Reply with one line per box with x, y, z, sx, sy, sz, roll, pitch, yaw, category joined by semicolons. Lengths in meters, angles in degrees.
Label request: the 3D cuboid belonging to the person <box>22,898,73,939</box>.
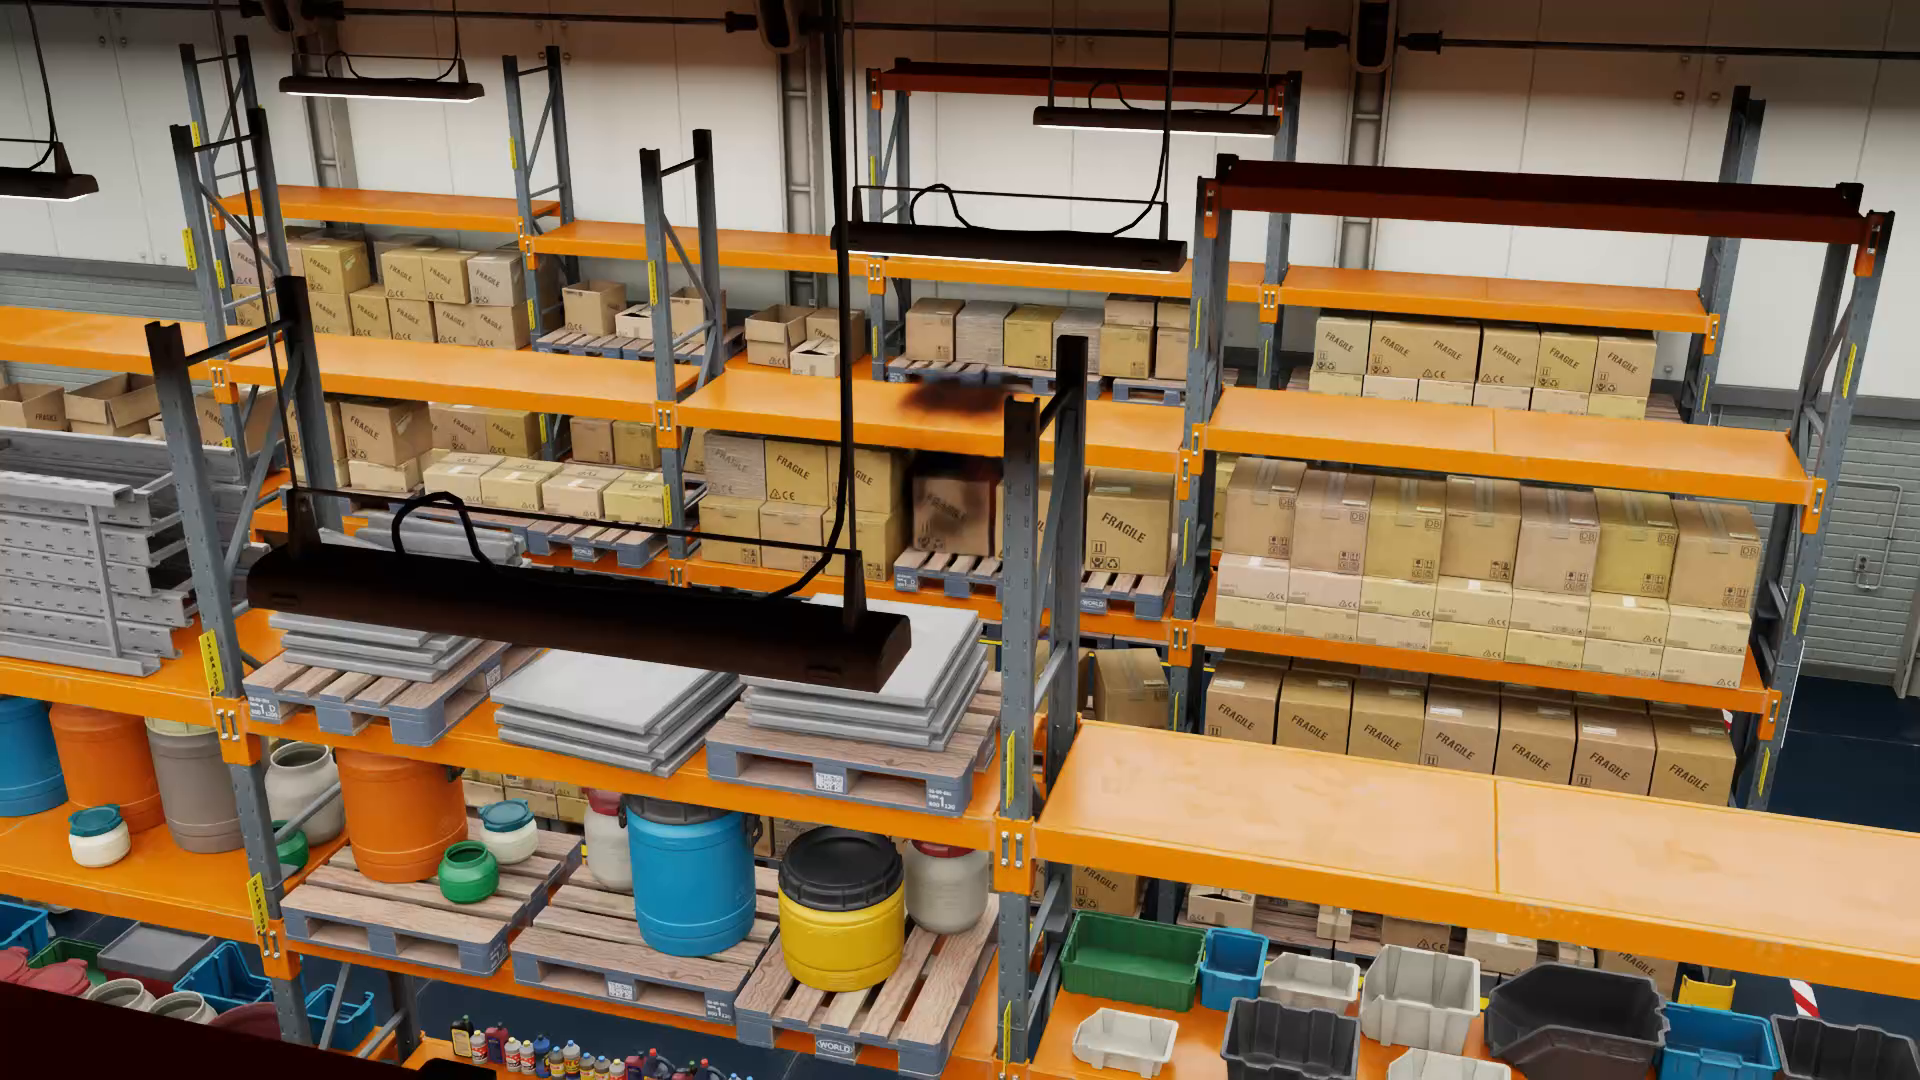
-7.325;2.268;13.064;0.500;1.823;0.602;19;29;38;person

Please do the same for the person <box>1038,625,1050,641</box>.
0.652;1.488;15.160;0.746;1.534;0.561;-6;23;-13;person
